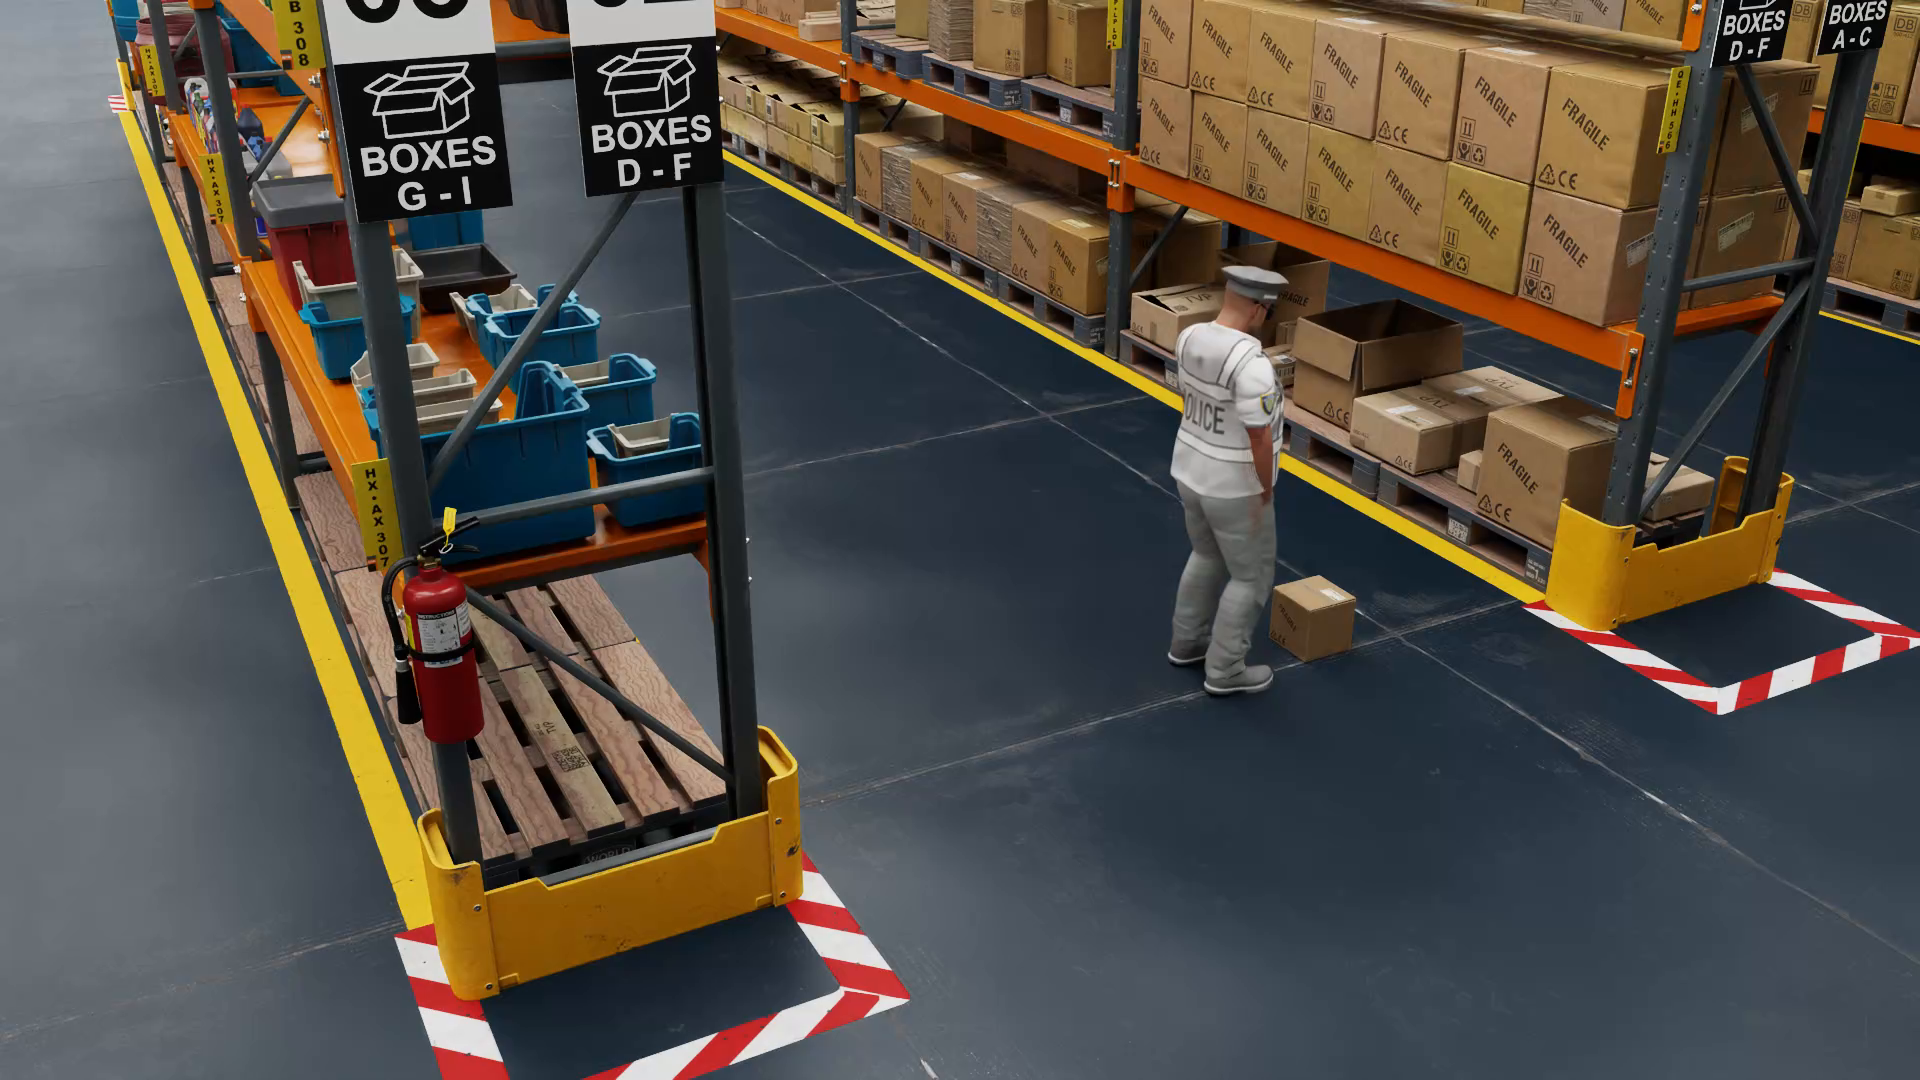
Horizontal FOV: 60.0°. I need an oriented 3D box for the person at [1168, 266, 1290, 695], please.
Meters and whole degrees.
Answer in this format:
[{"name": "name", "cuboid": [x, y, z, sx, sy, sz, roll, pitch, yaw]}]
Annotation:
[{"name": "person", "cuboid": [1.052, -0.235, 6.635, 0.392, 1.733, 0.538, -12, 28, -24]}]
